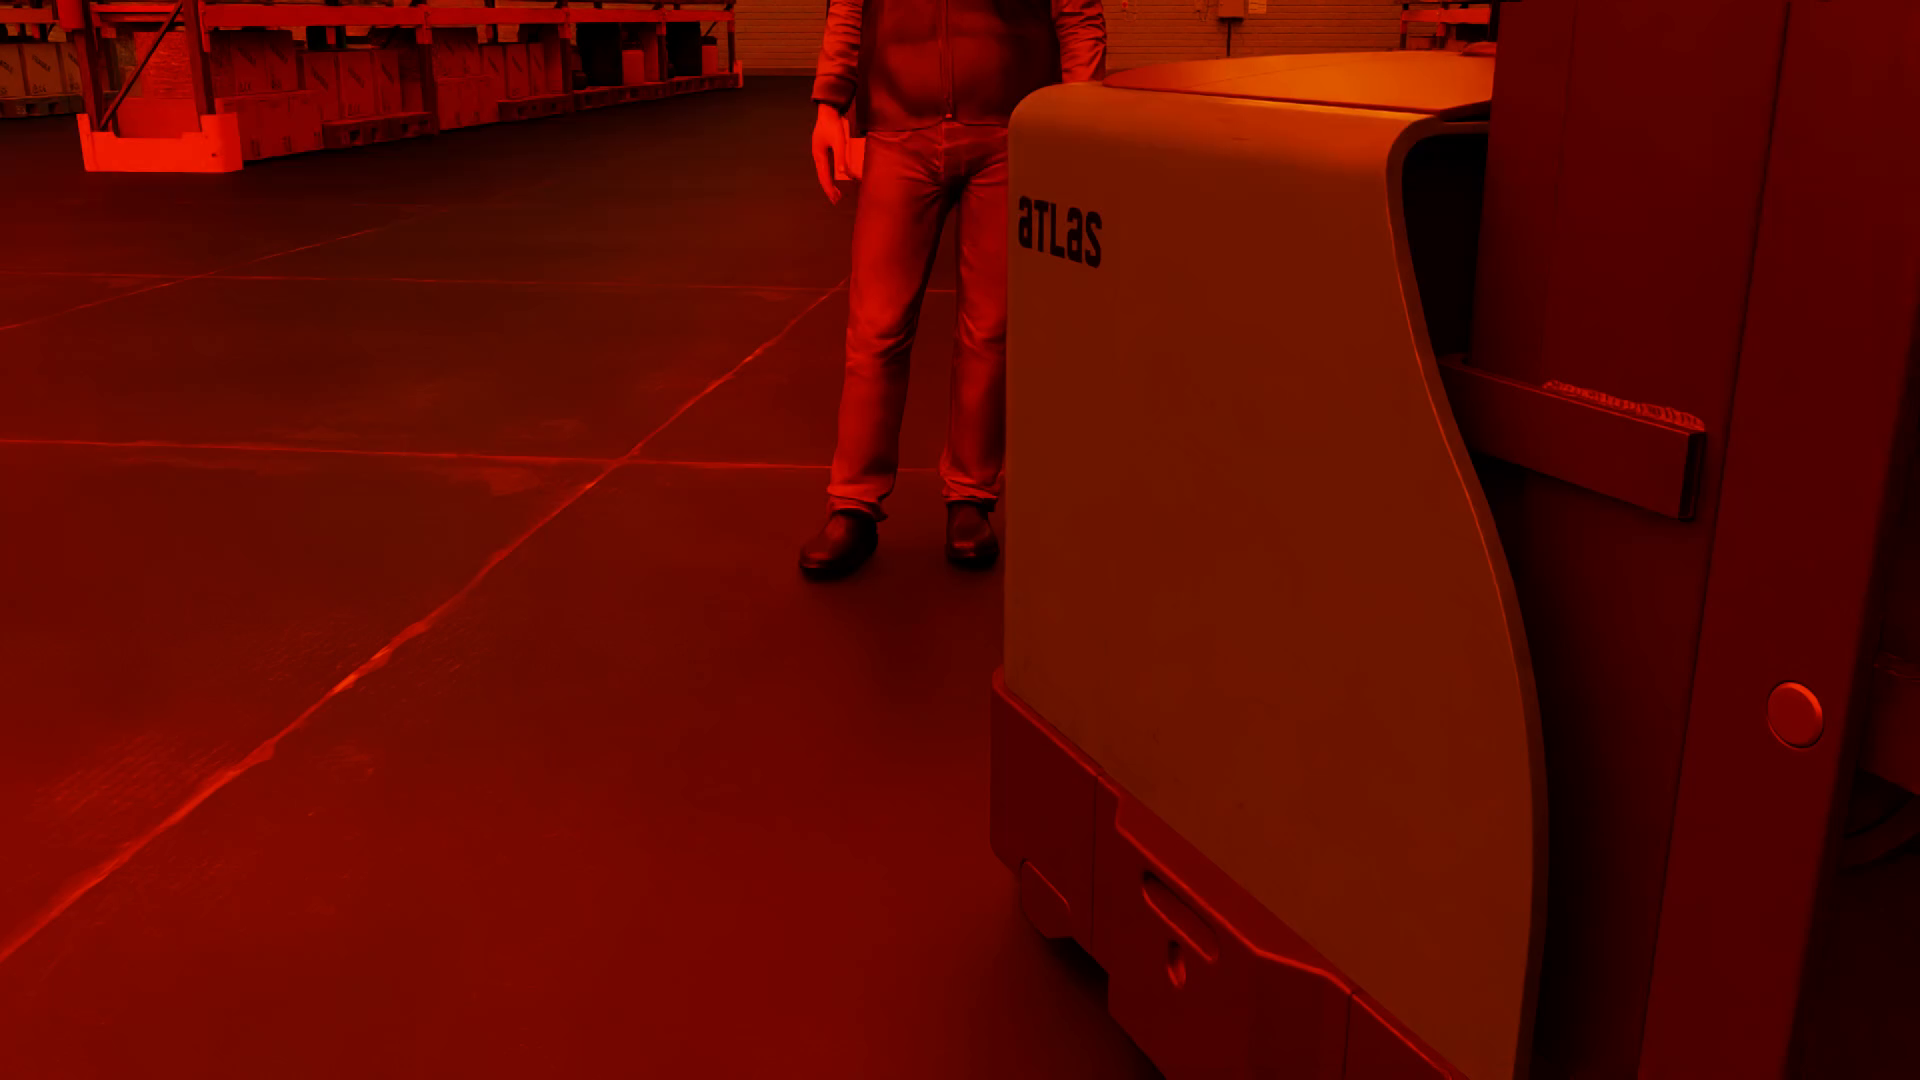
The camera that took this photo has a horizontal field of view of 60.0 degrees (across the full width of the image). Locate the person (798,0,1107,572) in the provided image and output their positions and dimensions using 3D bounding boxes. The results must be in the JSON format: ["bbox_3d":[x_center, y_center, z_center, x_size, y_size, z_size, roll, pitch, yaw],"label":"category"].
[{"bbox_3d":[-0.016,-0.810,3.508,0.632,1.720,0.568,2,18,7],"label":"person"}]

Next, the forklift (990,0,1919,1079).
[{"bbox_3d":[1.088,-0.577,0.781,1.130,2.935,3.031,-7,19,-22],"label":"forklift"}]
